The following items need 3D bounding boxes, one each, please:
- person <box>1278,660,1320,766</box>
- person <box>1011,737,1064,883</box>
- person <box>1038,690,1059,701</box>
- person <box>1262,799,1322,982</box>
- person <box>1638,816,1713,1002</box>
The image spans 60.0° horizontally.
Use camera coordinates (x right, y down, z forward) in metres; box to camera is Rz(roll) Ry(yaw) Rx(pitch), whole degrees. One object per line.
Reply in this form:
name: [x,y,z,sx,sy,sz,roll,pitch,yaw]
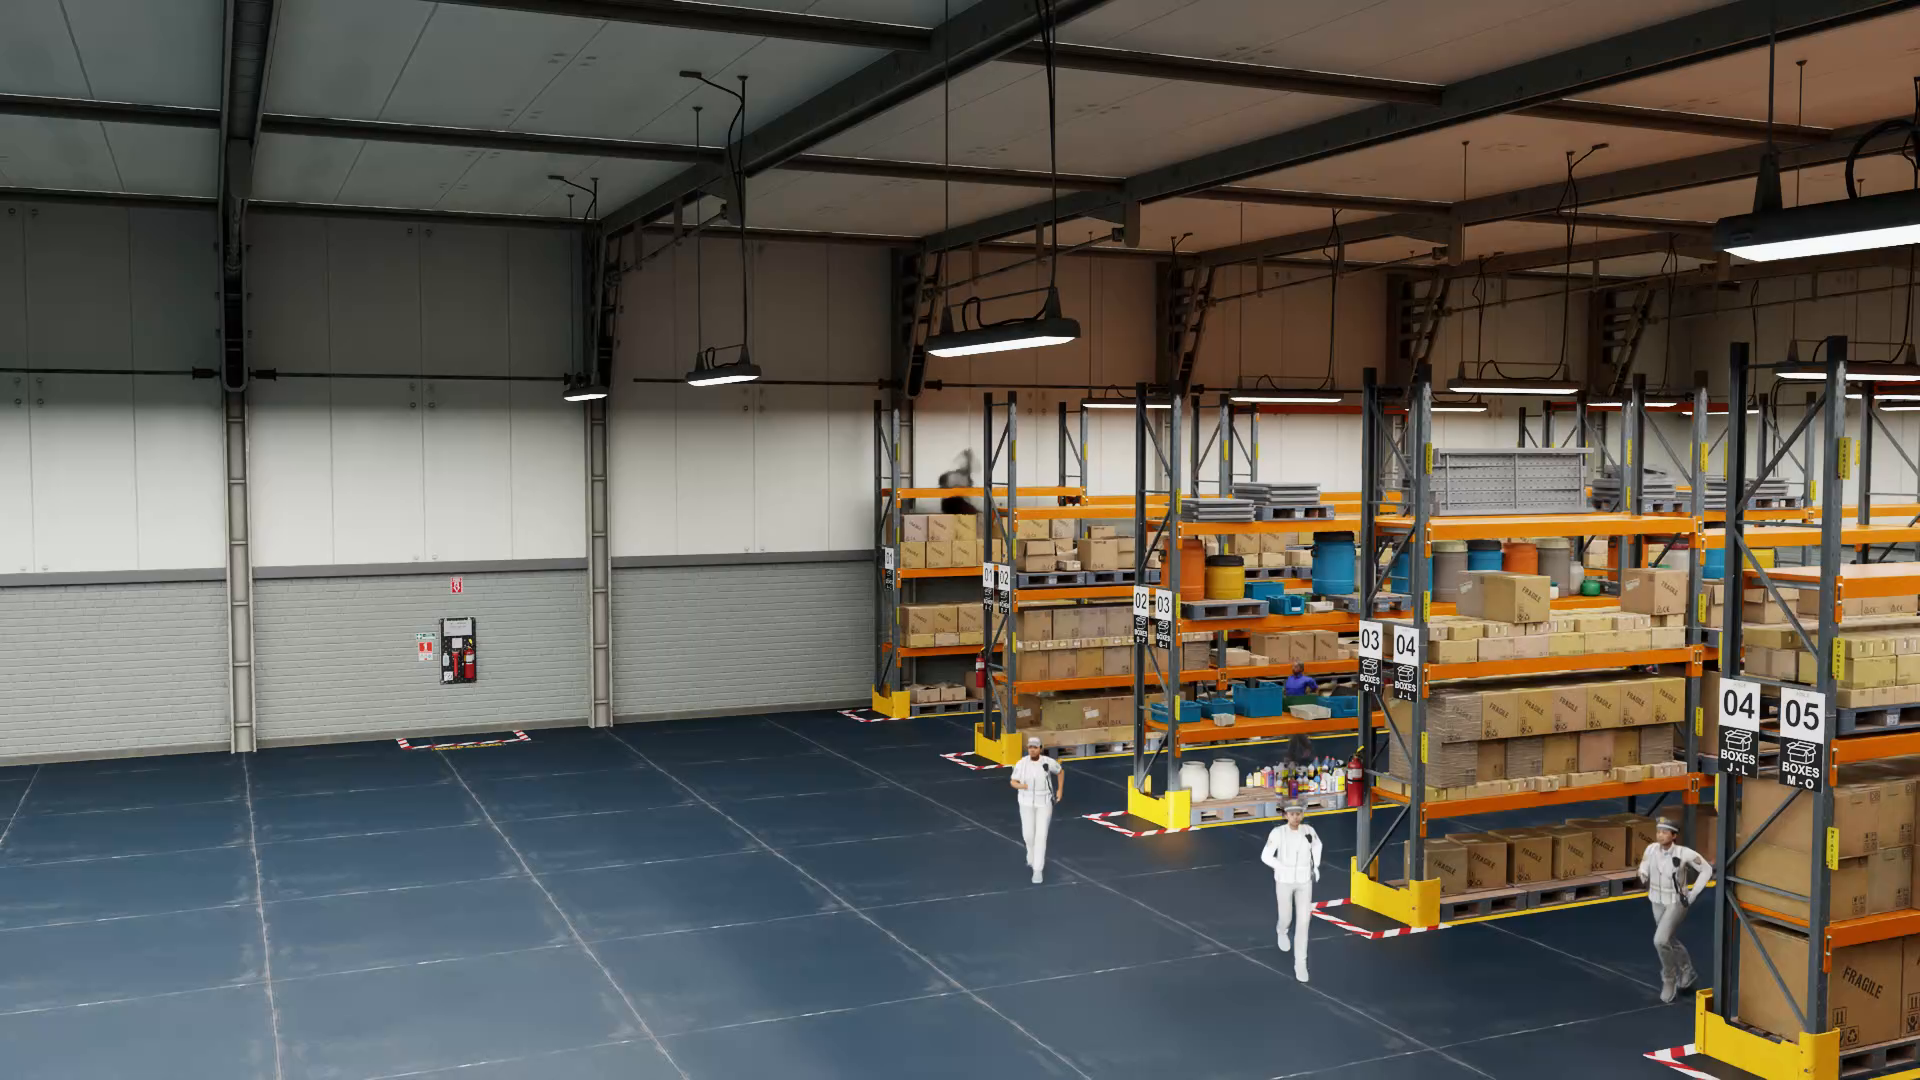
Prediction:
person: [5.401,2.750,26.685,0.909,1.657,0.575,-2,4,-36]
person: [0.898,3.155,19.789,0.613,1.621,1.037,1,3,12]
person: [1.681,2.448,29.809,0.628,1.746,0.722,-2,4,-35]
person: [3.266,3.359,16.297,0.621,1.696,0.913,0,3,3]
person: [6.653,3.423,15.566,0.752,1.714,0.594,-2,4,-30]
